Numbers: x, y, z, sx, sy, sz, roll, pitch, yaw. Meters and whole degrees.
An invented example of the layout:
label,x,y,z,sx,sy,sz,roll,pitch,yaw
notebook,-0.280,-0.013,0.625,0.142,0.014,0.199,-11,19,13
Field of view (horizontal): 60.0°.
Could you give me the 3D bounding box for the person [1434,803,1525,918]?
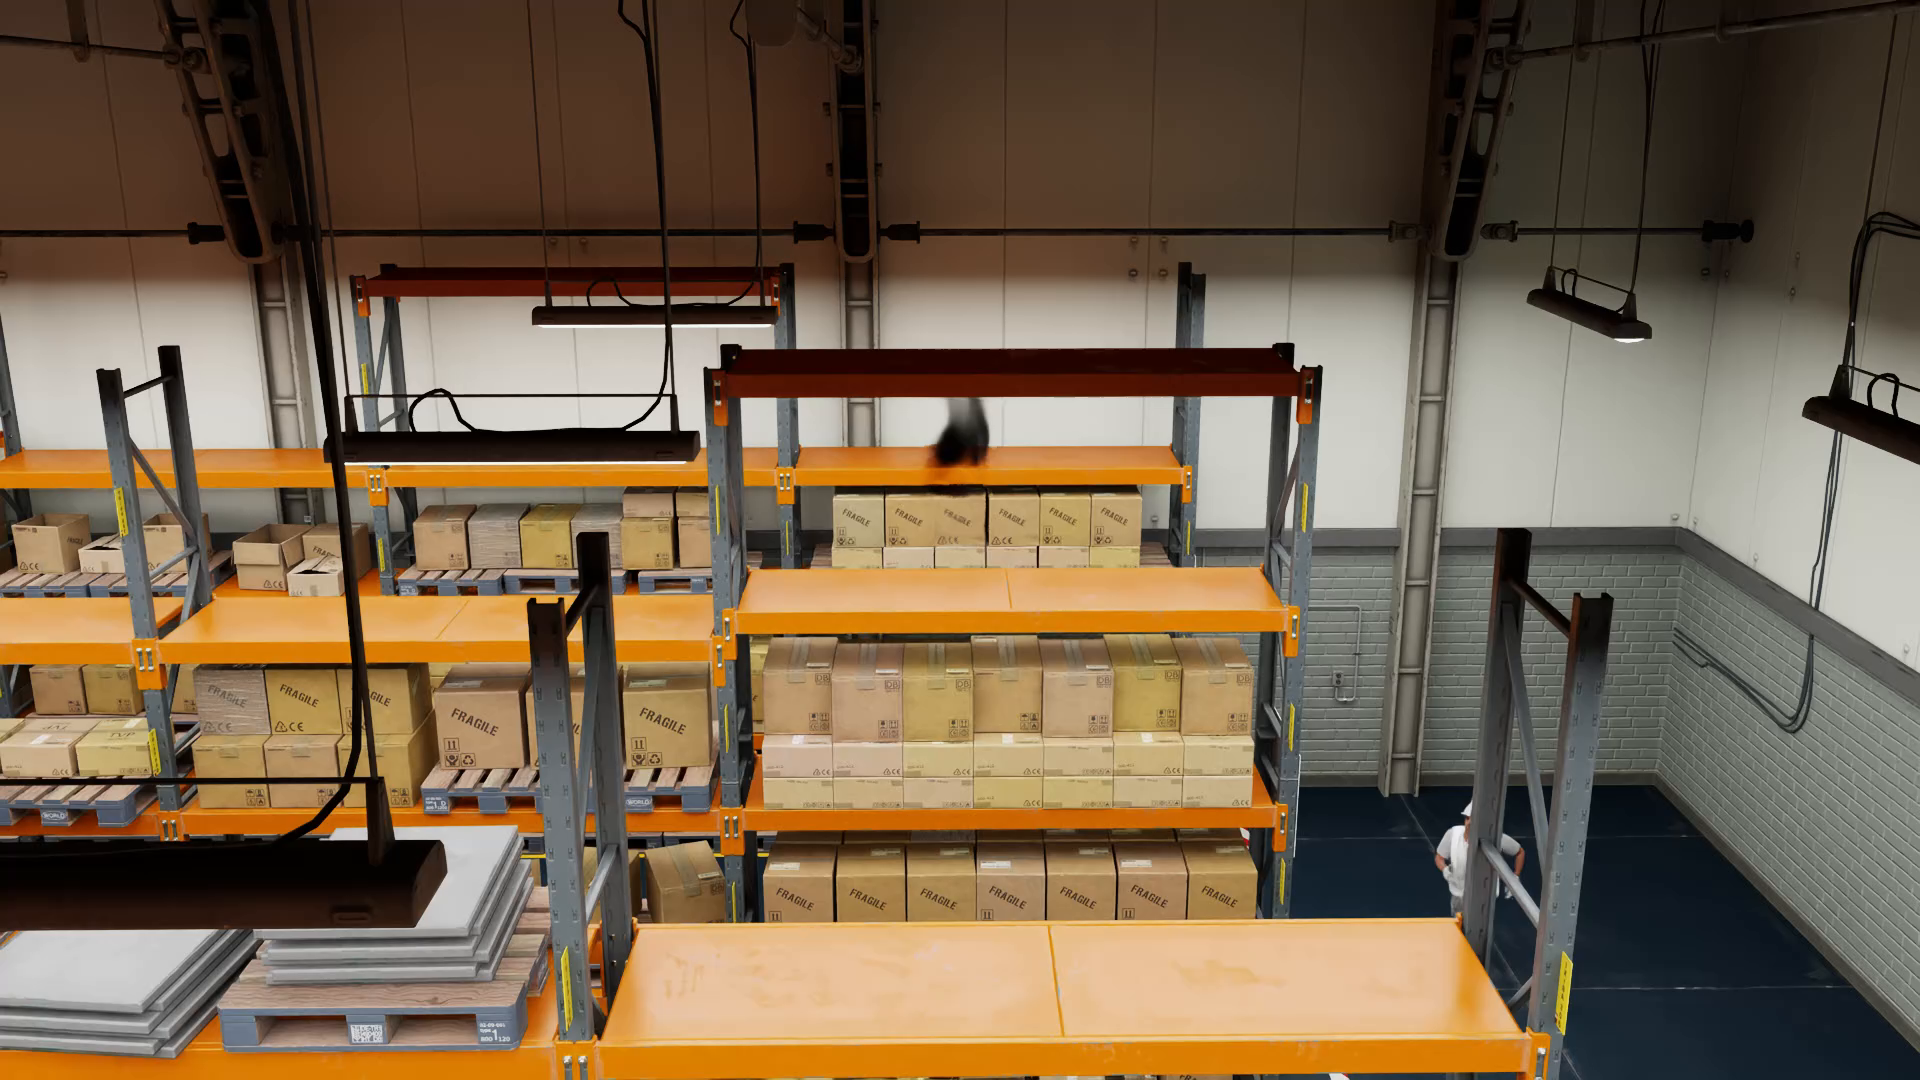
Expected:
label,x,y,z,sx,sy,sz,roll,pitch,yaw
person,4.539,3.128,14.645,0.707,1.831,0.920,11,19,33
